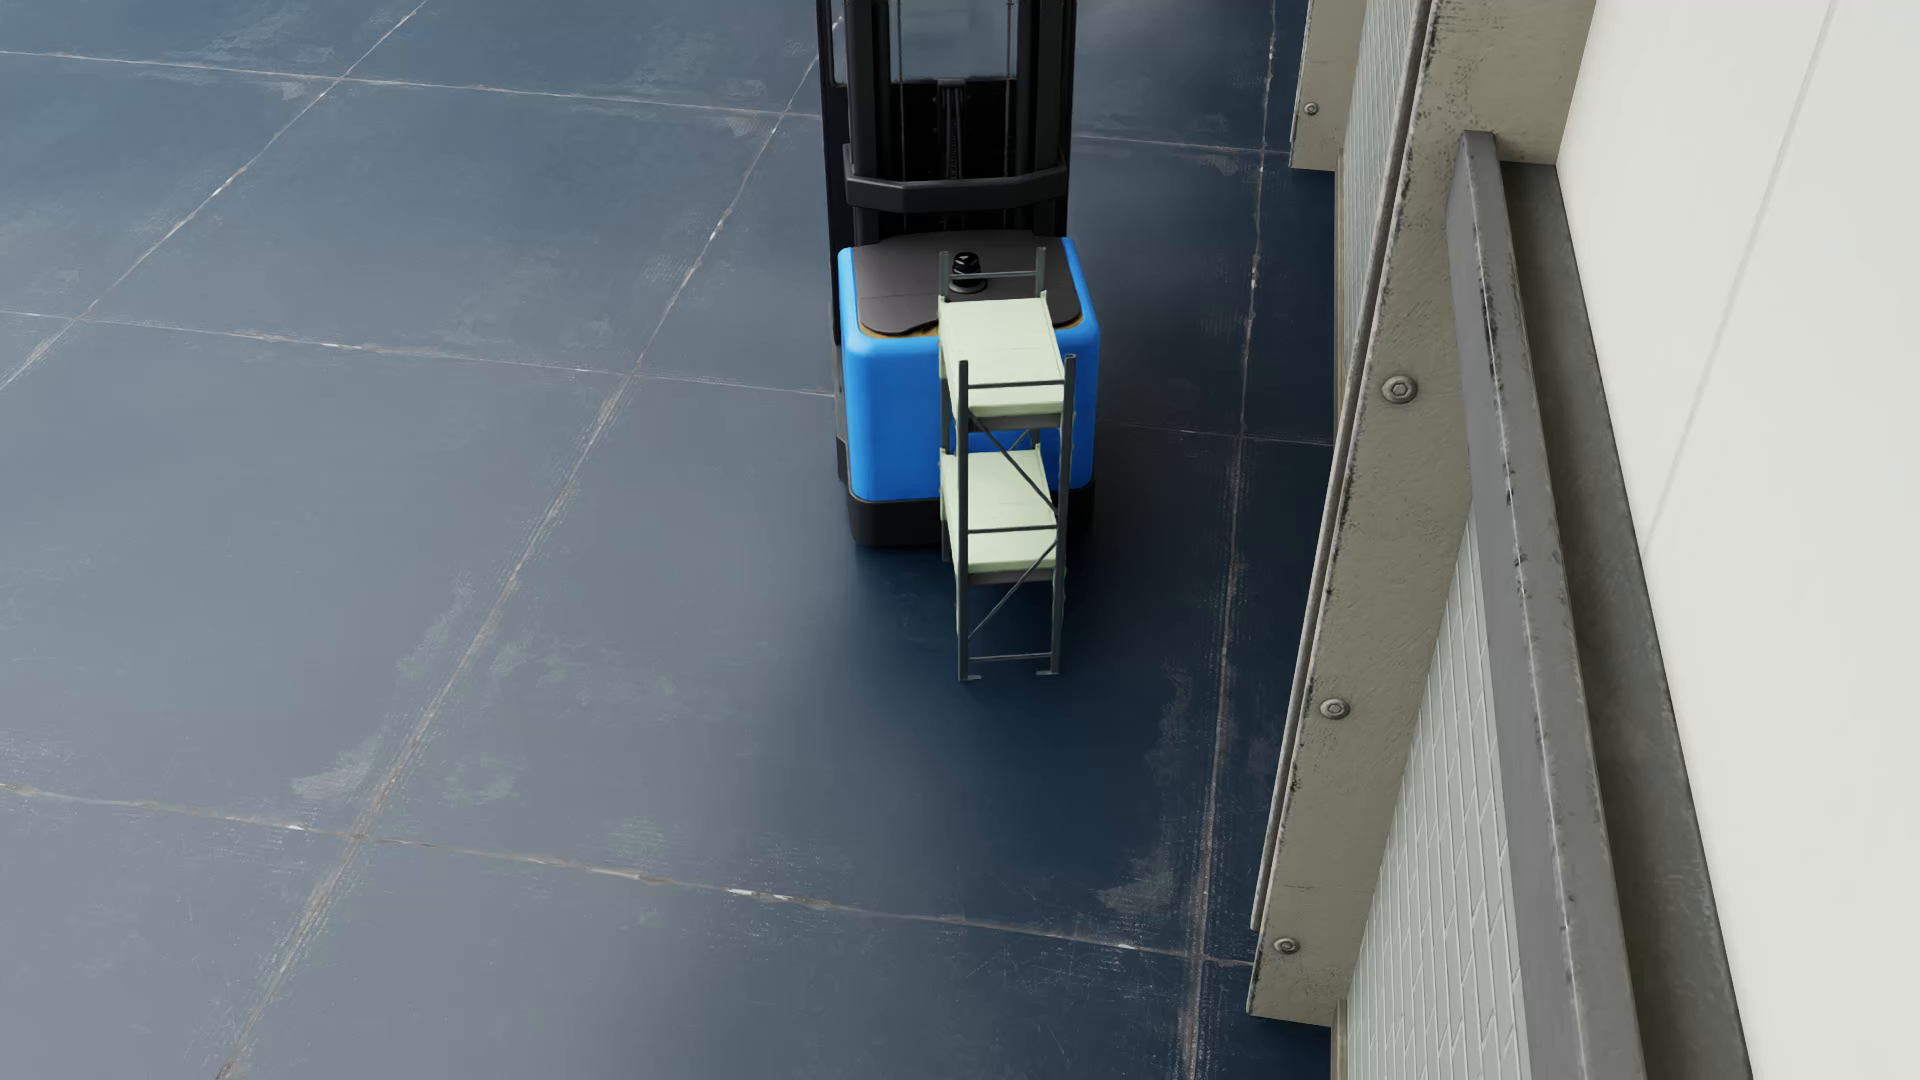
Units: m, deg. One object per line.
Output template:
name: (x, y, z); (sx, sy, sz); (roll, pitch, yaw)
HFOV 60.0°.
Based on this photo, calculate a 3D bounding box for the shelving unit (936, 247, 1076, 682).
shelving unit: (0.159, -0.268, 6.398); (0.431, 1.500, 0.755); (-4, 40, -4)

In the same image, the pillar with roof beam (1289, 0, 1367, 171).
pillar with roof beam: (-2.087, -6.279, 7.782); (9.100, 9.000, 0.400); (6, 40, 8)

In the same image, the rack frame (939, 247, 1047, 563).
rack frame: (0.123, -0.501, 6.678); (0.400, 1.500, 0.023); (-4, 40, -4)

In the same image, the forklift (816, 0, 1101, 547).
forklift: (-0.081, -2.029, 7.404); (1.130, 2.935, 3.031); (-4, 40, -4)

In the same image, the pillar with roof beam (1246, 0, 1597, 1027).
pillar with roof beam: (-3.125, -2.513, 3.227); (9.100, 9.000, 0.400); (6, 40, 8)

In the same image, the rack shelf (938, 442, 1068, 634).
rack shelf: (0.159, -0.017, 6.605); (0.431, 0.370, 0.720); (-4, 40, -4)

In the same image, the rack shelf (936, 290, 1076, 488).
rack shelf: (0.159, -0.569, 6.149); (0.431, 0.370, 0.720); (-4, 40, -4)

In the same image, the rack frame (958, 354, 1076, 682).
rack frame: (0.194, -0.036, 6.117); (0.400, 1.500, 0.023); (-4, 40, -4)
